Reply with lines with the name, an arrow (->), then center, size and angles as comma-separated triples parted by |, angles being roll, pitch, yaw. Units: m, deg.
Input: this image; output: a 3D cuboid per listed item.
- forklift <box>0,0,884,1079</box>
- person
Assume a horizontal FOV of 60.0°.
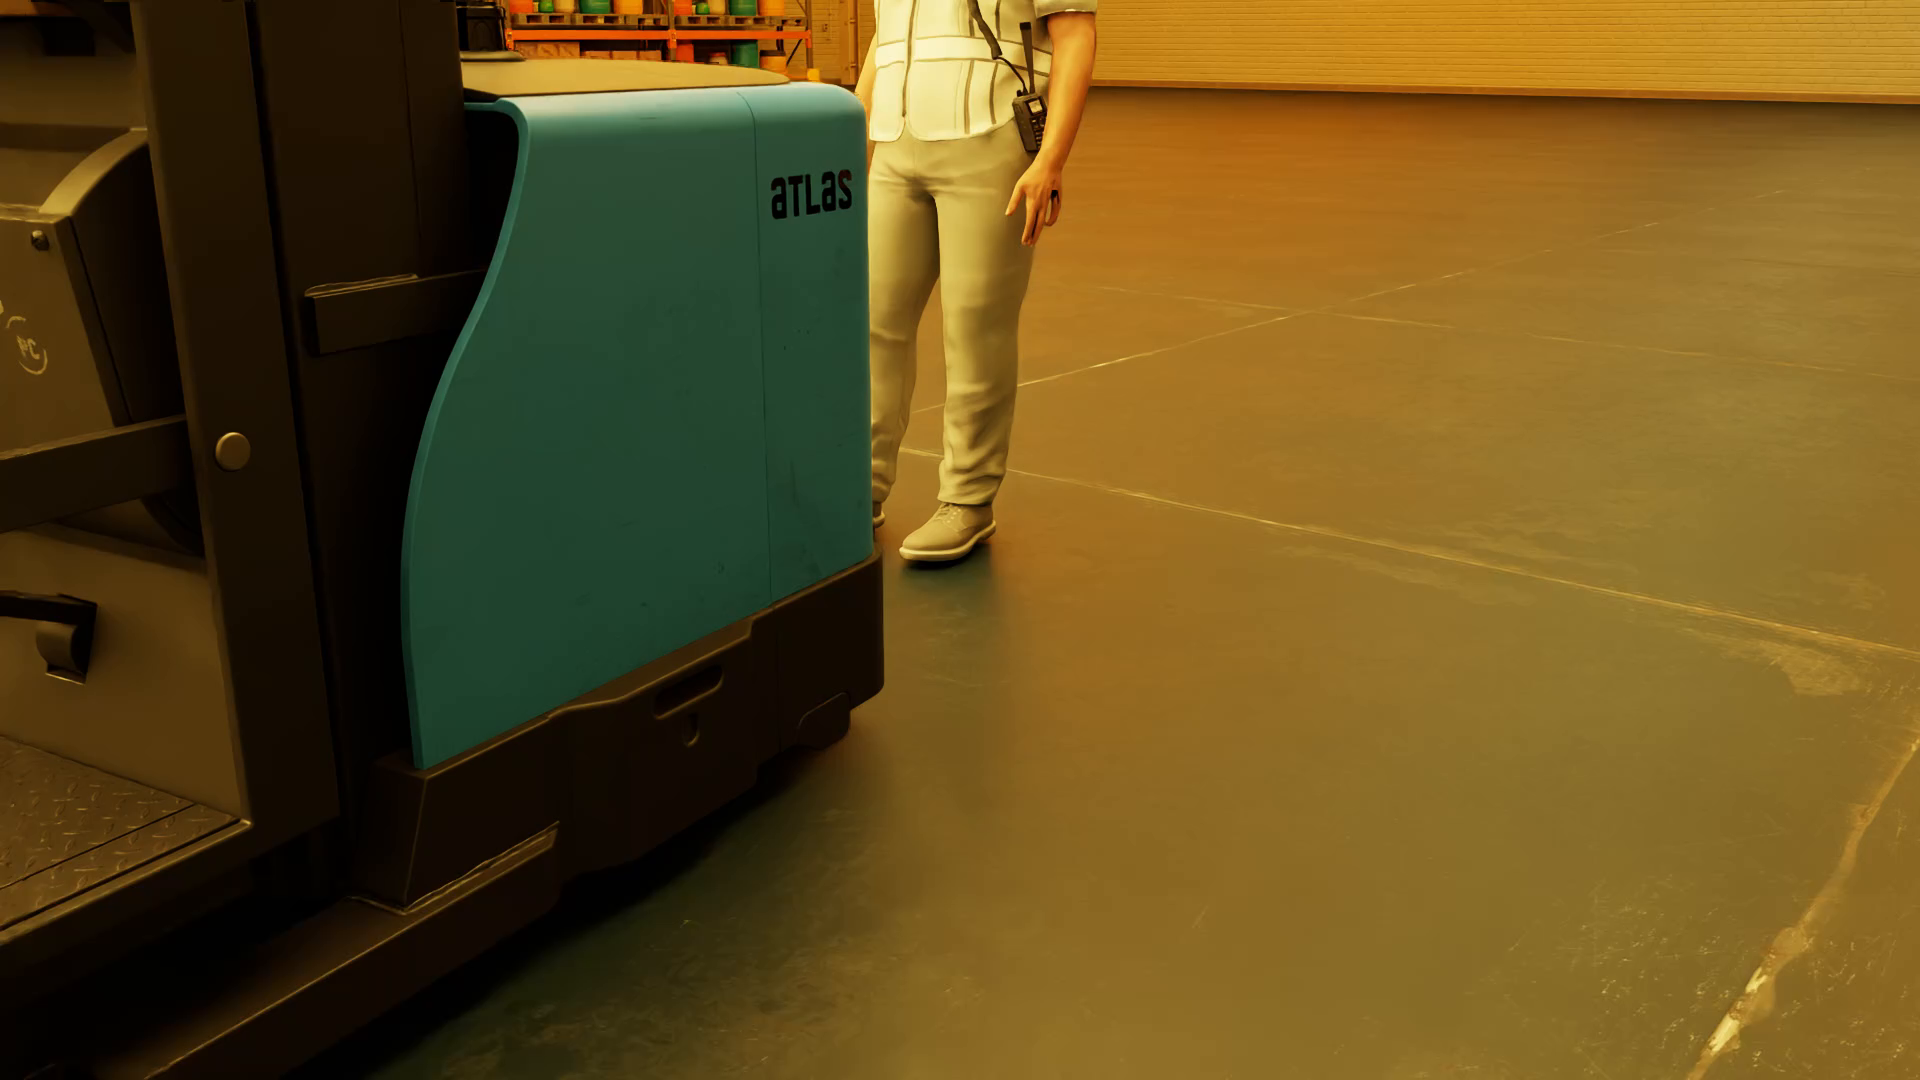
forklift -> -1.304, -0.791, 1.502 | 1.130, 2.935, 3.031 | 10, 19, 29
person -> -0.059, -0.843, 3.632 | 0.640, 1.778, 0.575 | 13, 21, 37
